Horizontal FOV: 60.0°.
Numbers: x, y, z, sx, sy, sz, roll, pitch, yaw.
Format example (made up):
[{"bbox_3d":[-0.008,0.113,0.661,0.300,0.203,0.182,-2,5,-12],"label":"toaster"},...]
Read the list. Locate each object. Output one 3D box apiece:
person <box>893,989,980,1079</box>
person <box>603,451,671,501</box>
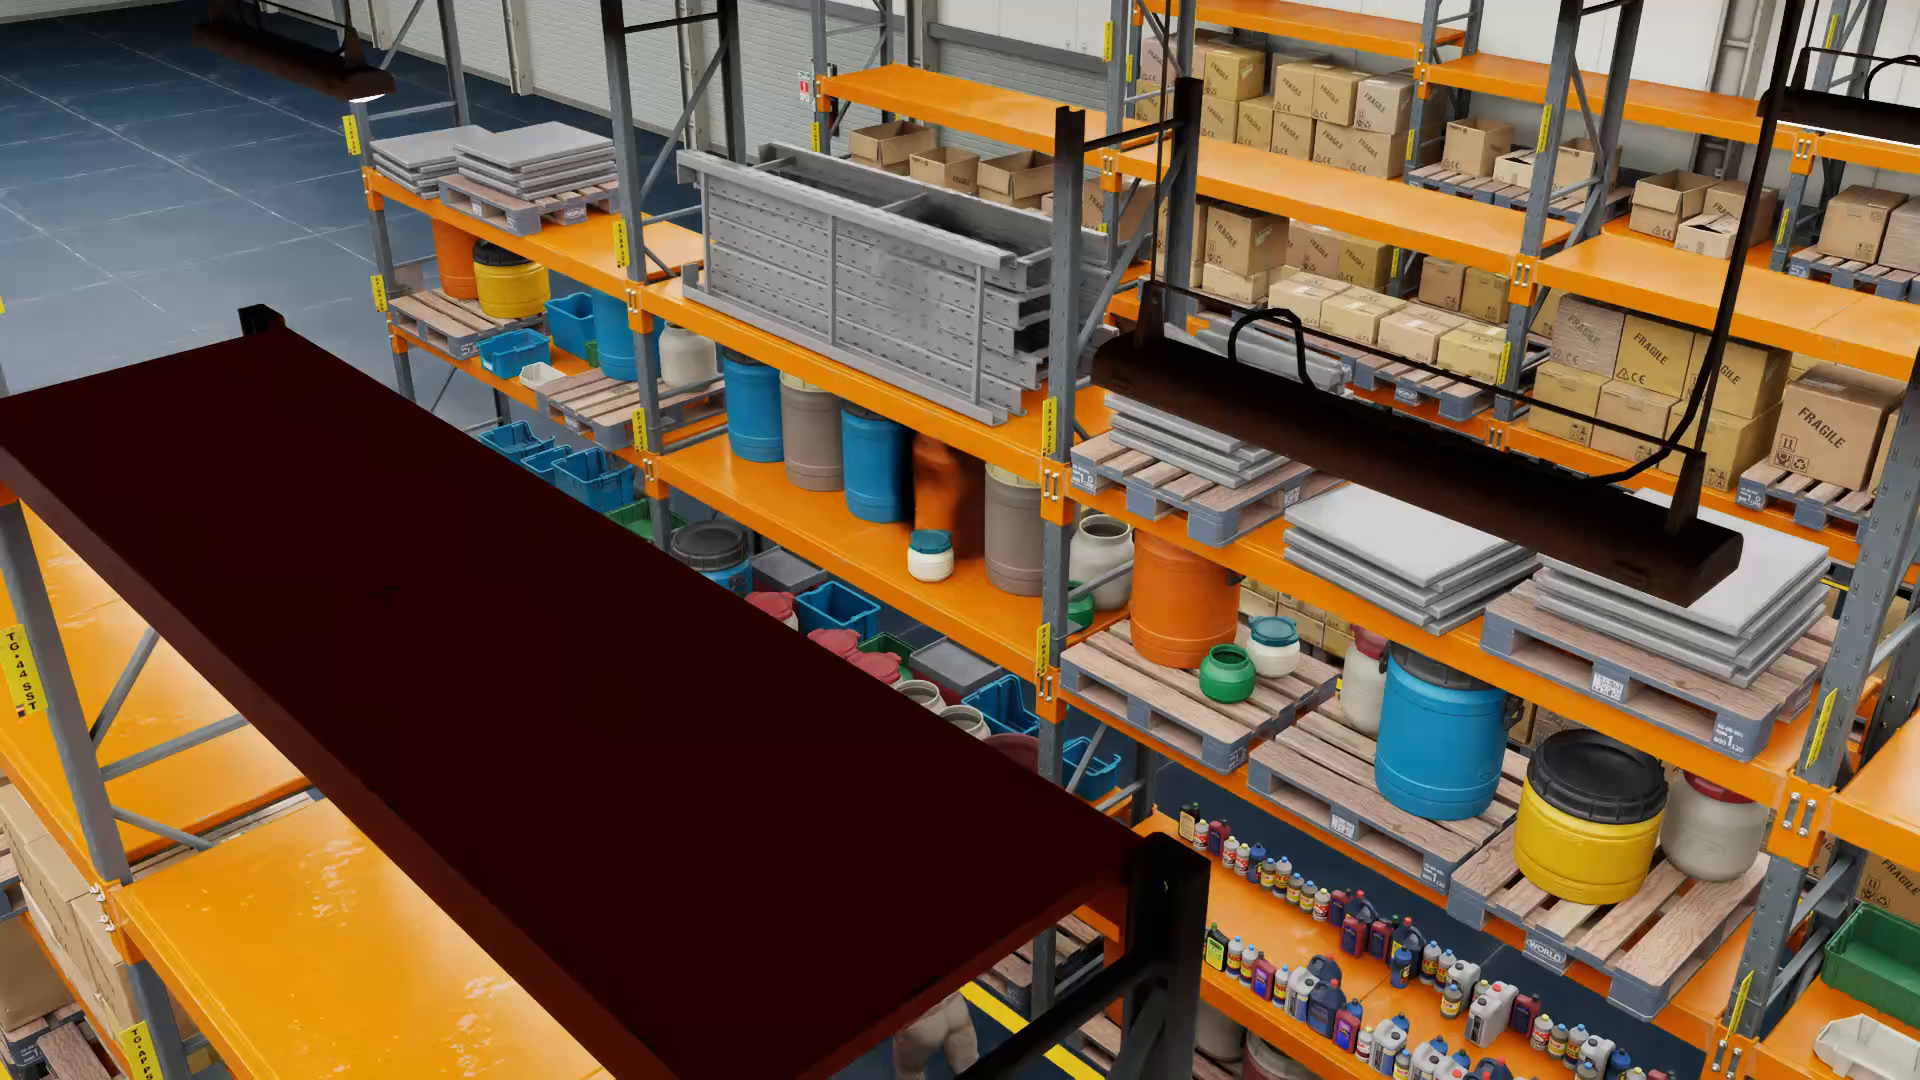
[{"bbox_3d":[-0.160,2.745,9.388,0.880,1.839,0.675,25,37,38],"label":"person"},{"bbox_3d":[-3.396,-0.794,16.830,0.881,1.464,0.585,0,28,1],"label":"person"}]
